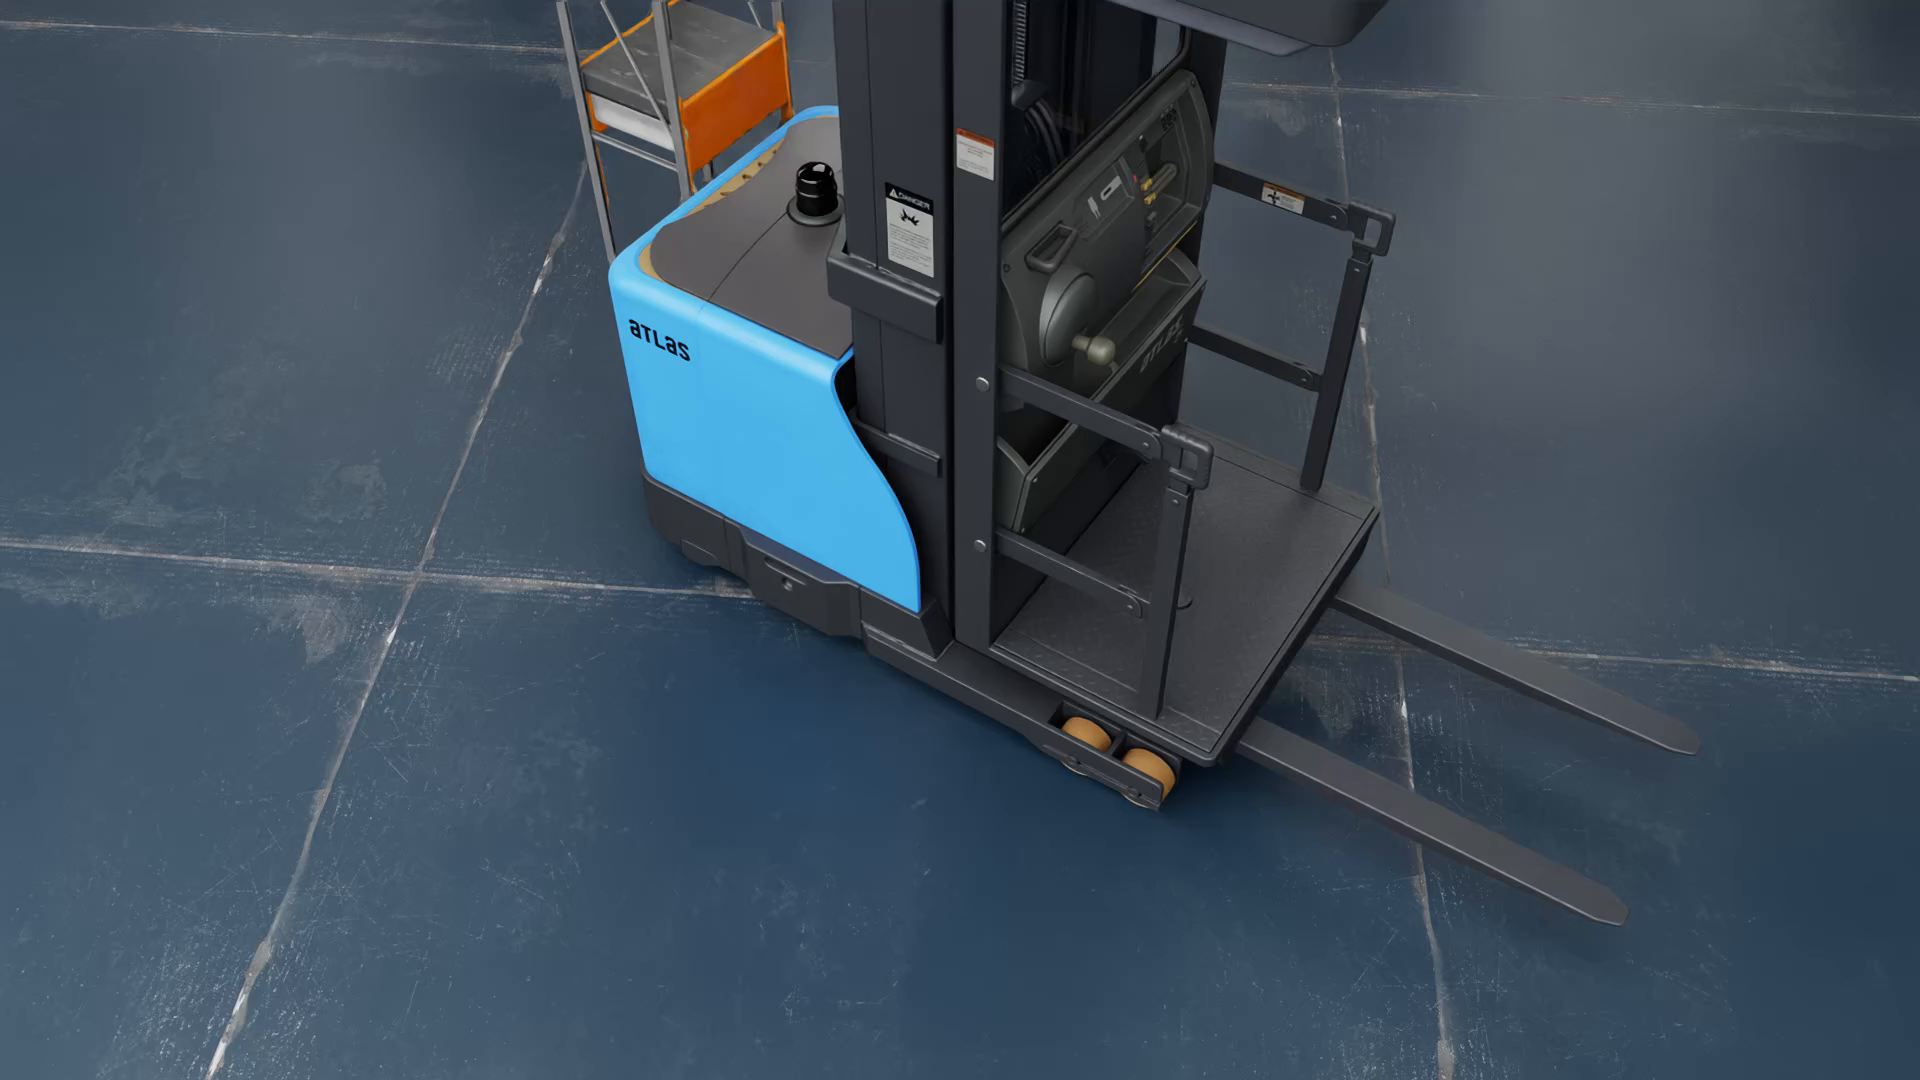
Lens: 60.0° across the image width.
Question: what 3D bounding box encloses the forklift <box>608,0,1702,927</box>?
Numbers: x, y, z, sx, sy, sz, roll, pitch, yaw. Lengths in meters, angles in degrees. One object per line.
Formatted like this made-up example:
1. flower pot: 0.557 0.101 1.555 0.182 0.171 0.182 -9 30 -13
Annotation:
1. forklift: 0.542 -0.707 3.910 3.031 2.935 1.130 26 53 22

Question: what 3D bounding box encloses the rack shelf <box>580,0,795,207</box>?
1. rack shelf: -0.816 -1.274 5.009 0.431 0.518 0.480 25 52 22

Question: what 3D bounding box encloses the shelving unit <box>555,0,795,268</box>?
1. shelving unit: -0.816 -1.284 4.999 0.431 2.100 0.503 25 52 22

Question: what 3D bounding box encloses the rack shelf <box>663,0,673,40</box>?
1. rack shelf: -0.821 -1.749 4.494 0.431 0.518 0.480 25 52 22

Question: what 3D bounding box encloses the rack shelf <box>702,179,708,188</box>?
1. rack shelf: -0.811 -0.800 5.523 0.431 0.518 0.480 25 52 22

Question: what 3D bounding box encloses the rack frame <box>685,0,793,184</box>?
1. rack frame: -0.683 -1.434 5.137 0.400 2.100 0.015 25 52 22

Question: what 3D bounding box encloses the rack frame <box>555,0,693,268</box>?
1. rack frame: -0.949 -1.133 4.861 0.400 2.100 0.015 25 52 22
